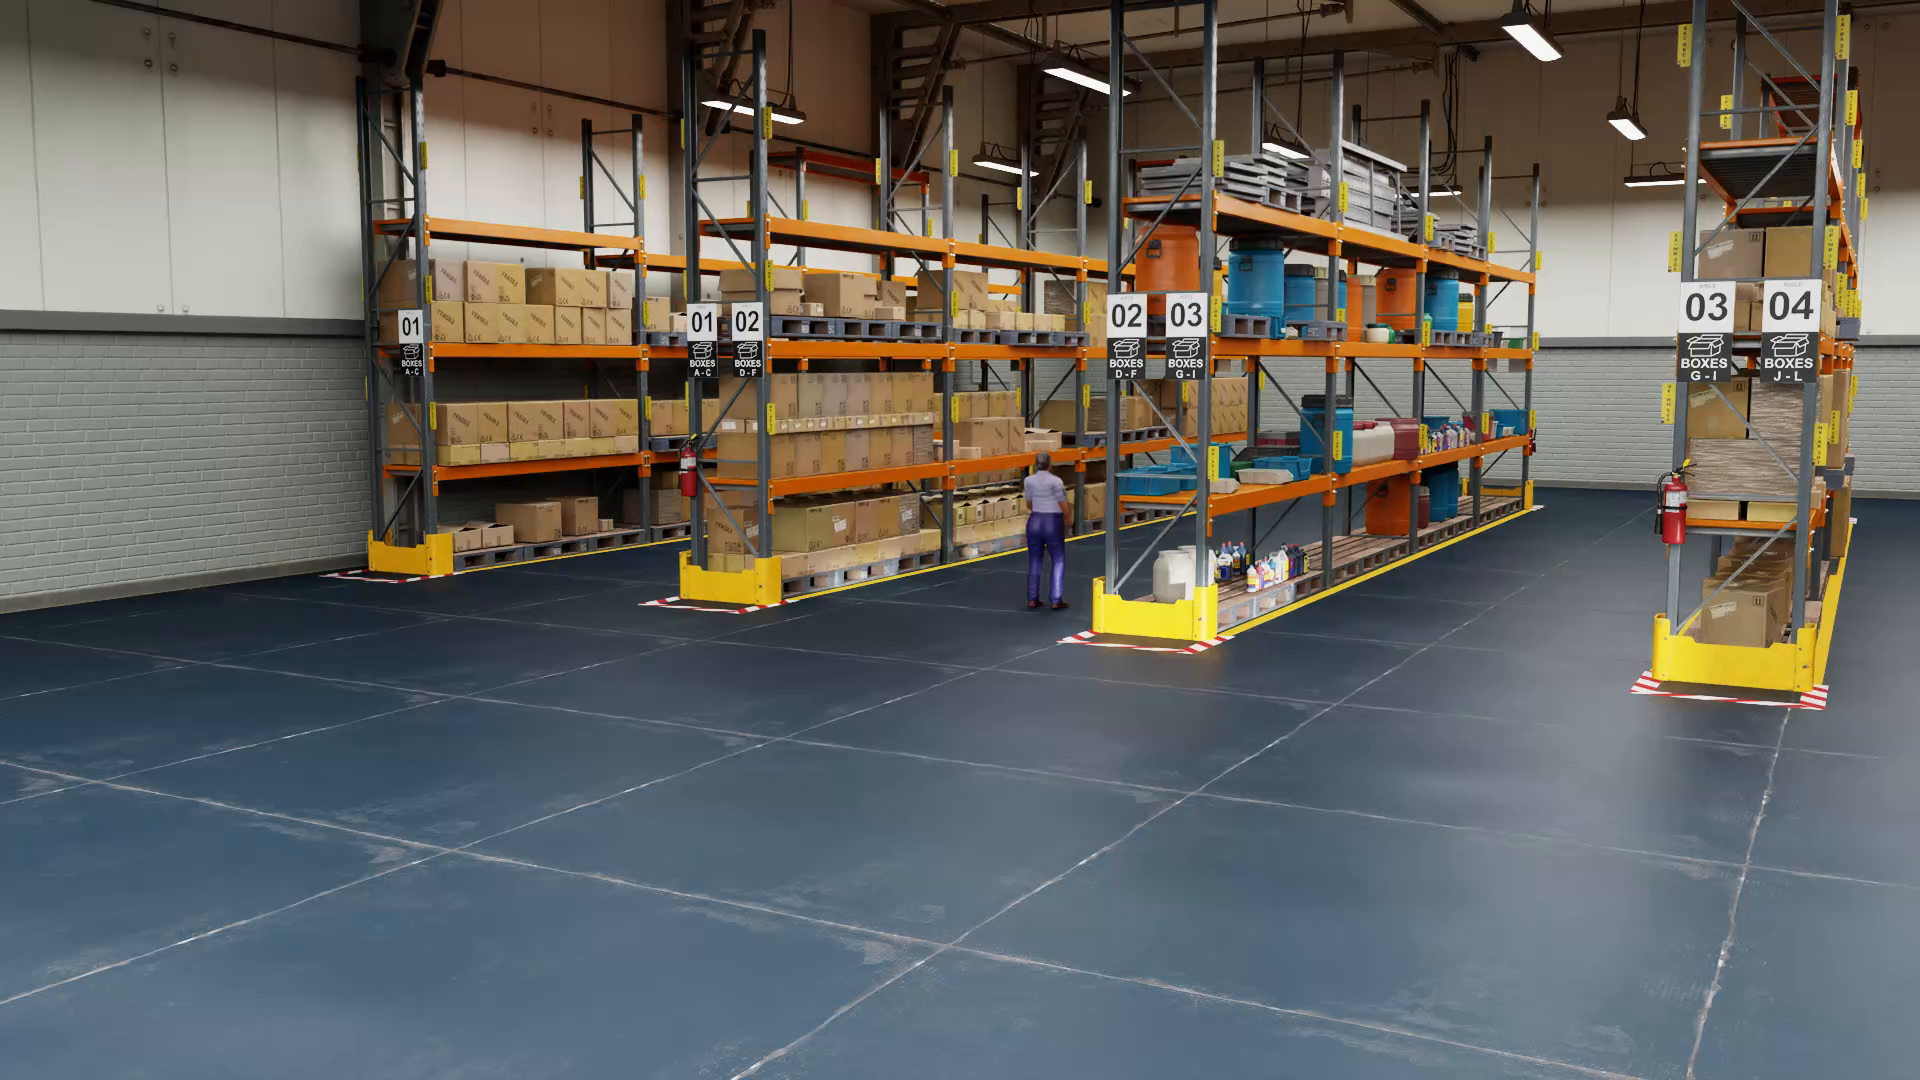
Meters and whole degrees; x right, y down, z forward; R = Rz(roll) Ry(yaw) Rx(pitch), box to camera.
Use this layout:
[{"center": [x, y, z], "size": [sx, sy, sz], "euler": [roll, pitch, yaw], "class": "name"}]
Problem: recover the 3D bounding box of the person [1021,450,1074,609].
[{"center": [0.903, -0.111, 17.460], "size": [0.547, 1.651, 0.367], "euler": [3, 7, 28], "class": "person"}]
